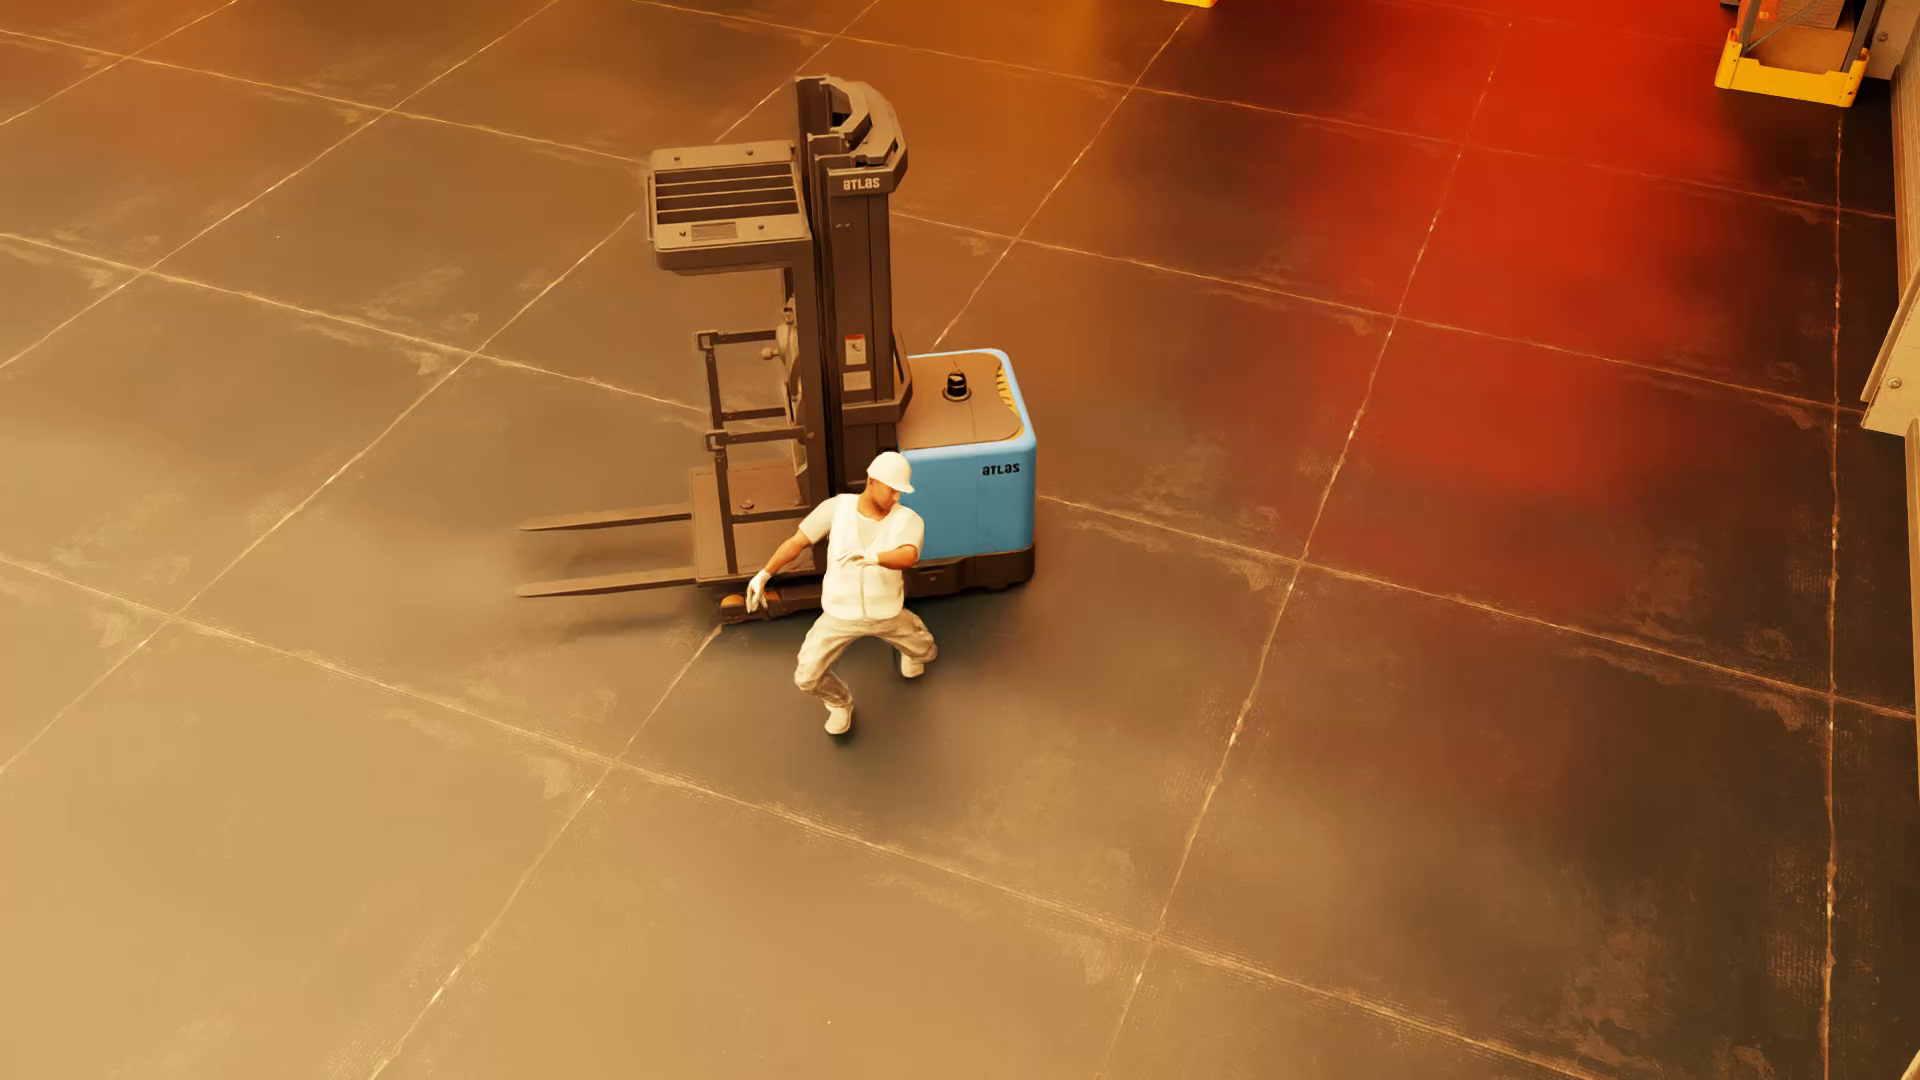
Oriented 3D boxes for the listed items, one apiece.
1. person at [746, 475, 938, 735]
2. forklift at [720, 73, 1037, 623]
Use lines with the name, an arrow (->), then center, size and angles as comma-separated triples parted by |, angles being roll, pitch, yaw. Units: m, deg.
person -> -0.611, 0.371, 8.680 | 0.985, 1.427, 0.806 | -5, 40, -6
forklift -> -1.119, -1.005, 9.206 | 3.031, 2.935, 1.130 | -6, 40, -7
